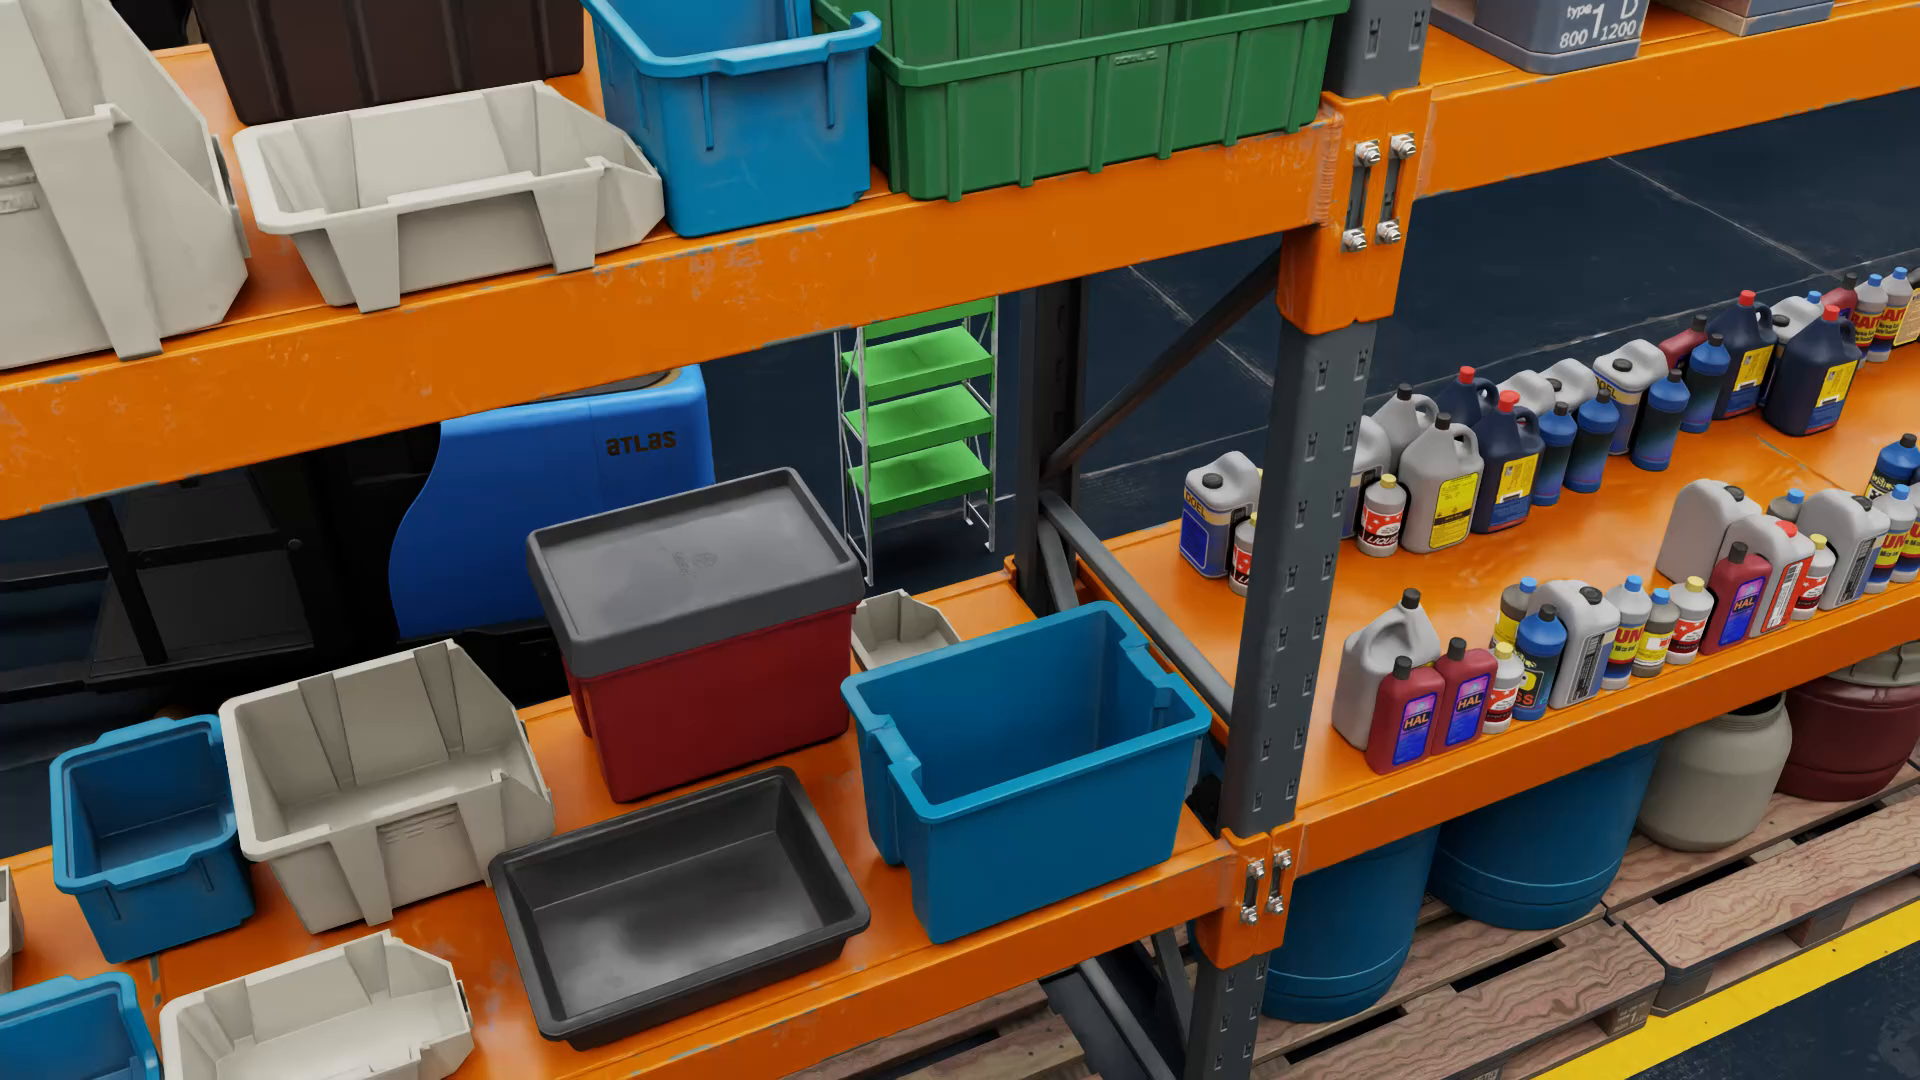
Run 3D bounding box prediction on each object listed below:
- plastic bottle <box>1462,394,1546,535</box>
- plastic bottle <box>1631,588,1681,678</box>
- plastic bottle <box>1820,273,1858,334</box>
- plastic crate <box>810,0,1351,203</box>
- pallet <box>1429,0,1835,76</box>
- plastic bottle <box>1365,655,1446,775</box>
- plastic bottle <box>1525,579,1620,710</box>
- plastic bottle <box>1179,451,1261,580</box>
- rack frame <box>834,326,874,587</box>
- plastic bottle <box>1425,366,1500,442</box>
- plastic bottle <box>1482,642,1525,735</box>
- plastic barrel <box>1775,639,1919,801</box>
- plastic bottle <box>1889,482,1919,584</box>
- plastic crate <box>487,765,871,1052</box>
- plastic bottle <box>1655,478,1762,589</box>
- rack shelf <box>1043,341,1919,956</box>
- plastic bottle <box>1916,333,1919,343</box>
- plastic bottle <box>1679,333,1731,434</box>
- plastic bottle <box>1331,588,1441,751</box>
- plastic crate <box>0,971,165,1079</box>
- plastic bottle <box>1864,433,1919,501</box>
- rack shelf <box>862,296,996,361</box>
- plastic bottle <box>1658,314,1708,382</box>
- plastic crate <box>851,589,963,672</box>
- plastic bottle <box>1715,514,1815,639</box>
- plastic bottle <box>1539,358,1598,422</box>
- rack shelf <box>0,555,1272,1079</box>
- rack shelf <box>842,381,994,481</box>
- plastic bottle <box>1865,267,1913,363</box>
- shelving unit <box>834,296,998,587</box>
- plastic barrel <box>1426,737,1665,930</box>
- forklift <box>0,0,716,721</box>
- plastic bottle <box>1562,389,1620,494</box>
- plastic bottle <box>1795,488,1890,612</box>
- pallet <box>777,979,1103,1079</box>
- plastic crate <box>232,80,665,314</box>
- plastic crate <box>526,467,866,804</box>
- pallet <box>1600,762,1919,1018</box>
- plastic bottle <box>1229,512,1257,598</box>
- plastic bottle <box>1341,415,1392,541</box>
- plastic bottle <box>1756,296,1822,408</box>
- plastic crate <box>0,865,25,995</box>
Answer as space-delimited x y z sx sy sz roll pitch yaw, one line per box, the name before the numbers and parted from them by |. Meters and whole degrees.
plastic bottle | 1.315 -0.200 4.043 0.185 0.351 0.144 -16 39 -20
plastic bottle | 1.510 0.194 3.637 0.097 0.201 0.097 0 37 0
plastic bottle | 2.420 -0.604 4.645 0.133 0.283 0.061 -16 39 -20
plastic crate | 0.138 -0.691 2.324 0.662 0.188 0.450 -16 39 -20
pallet | 1.061 -1.222 3.020 1.003 0.211 1.213 -16 39 -20
plastic bottle | 0.906 0.342 3.369 0.133 0.283 0.061 -16 39 -20
plastic bottle | 1.305 0.204 3.562 0.135 0.276 0.152 -16 39 -20
plastic bottle | 0.612 -0.066 3.925 0.135 0.276 0.152 -16 39 -20
rack frame | -0.371 -0.378 5.753 0.015 1.200 0.240 -16 39 -20
plastic bottle | 1.253 -0.278 4.148 0.185 0.351 0.144 -16 39 -20
plastic bottle | 1.124 0.302 3.491 0.097 0.201 0.097 0 37 0
plastic barrel | 2.556 0.364 4.912 0.708 0.588 0.600 -16 39 -20
plastic bottle | 2.227 -0.034 3.886 0.097 0.271 0.097 0 37 0
plastic crate | -0.506 0.673 3.006 0.590 0.125 0.437 -16 39 -20
plastic bottle | 1.747 -0.020 3.863 0.135 0.276 0.152 -16 39 -20
rack shelf | 2.204 -0.059 4.416 4.000 0.370 1.077 -16 39 -20
plastic bottle | 2.829 -0.674 4.807 0.097 0.201 0.097 0 37 0
plastic bottle | 1.971 -0.422 4.409 0.097 0.271 0.097 0 37 0
plastic bottle | 0.886 0.253 3.432 0.185 0.351 0.144 -16 39 -20
plastic crate | -1.401 0.920 2.582 0.300 0.233 0.416 -16 39 -20
plastic bottle | 2.254 -0.137 4.024 0.097 0.271 0.097 0 37 0
rack shelf | -0.150 -0.774 5.588 0.480 0.148 0.258 -16 39 -20
plastic bottle | 1.922 -0.465 4.457 0.133 0.283 0.061 -16 39 -20
plastic crate | -0.089 0.281 3.525 0.243 0.136 0.396 -16 39 -20
plastic bottle | 1.812 0.062 3.753 0.135 0.276 0.152 -16 39 -20
plastic bottle | 1.522 -0.320 4.268 0.135 0.276 0.152 -16 39 -20
rack shelf | -1.417 0.953 3.051 4.000 0.370 1.077 -16 39 -20
rack shelf | -0.150 -0.389 5.874 0.480 0.148 0.258 -16 39 -20
plastic bottle | 2.620 -0.644 4.708 0.097 0.271 0.097 0 37 0
shelving unit | -0.150 -0.440 5.836 0.503 1.200 0.258 -16 39 -20
plastic barrel | 1.534 0.525 4.434 0.708 0.901 0.600 -16 39 -20
forklift | -2.350 -0.837 4.918 3.031 2.935 1.130 -9 37 -12
plastic bottle | 1.591 -0.256 4.185 0.097 0.271 0.097 0 37 0
plastic bottle | 2.022 0.003 3.832 0.135 0.276 0.152 -16 39 -20
pallet | -0.256 1.485 4.070 1.213 0.211 1.003 -16 39 -20
plastic crate | -0.597 -0.414 1.993 0.466 0.136 0.293 -16 39 -20
plastic crate | -0.522 0.199 3.360 0.583 0.464 0.402 -16 39 -20
pallet | 2.215 0.794 5.002 1.213 0.211 1.003 -16 39 -20
plastic bottle | 0.682 0.026 3.863 0.097 0.201 0.097 0 37 0
plastic bottle | 0.943 -0.159 4.050 0.135 0.276 0.152 -16 39 -20
plastic bottle | 2.230 -0.518 4.535 0.135 0.276 0.152 -16 39 -20
plastic crate | -1.796 0.714 2.940 0.250 0.136 0.298 -16 39 -20
